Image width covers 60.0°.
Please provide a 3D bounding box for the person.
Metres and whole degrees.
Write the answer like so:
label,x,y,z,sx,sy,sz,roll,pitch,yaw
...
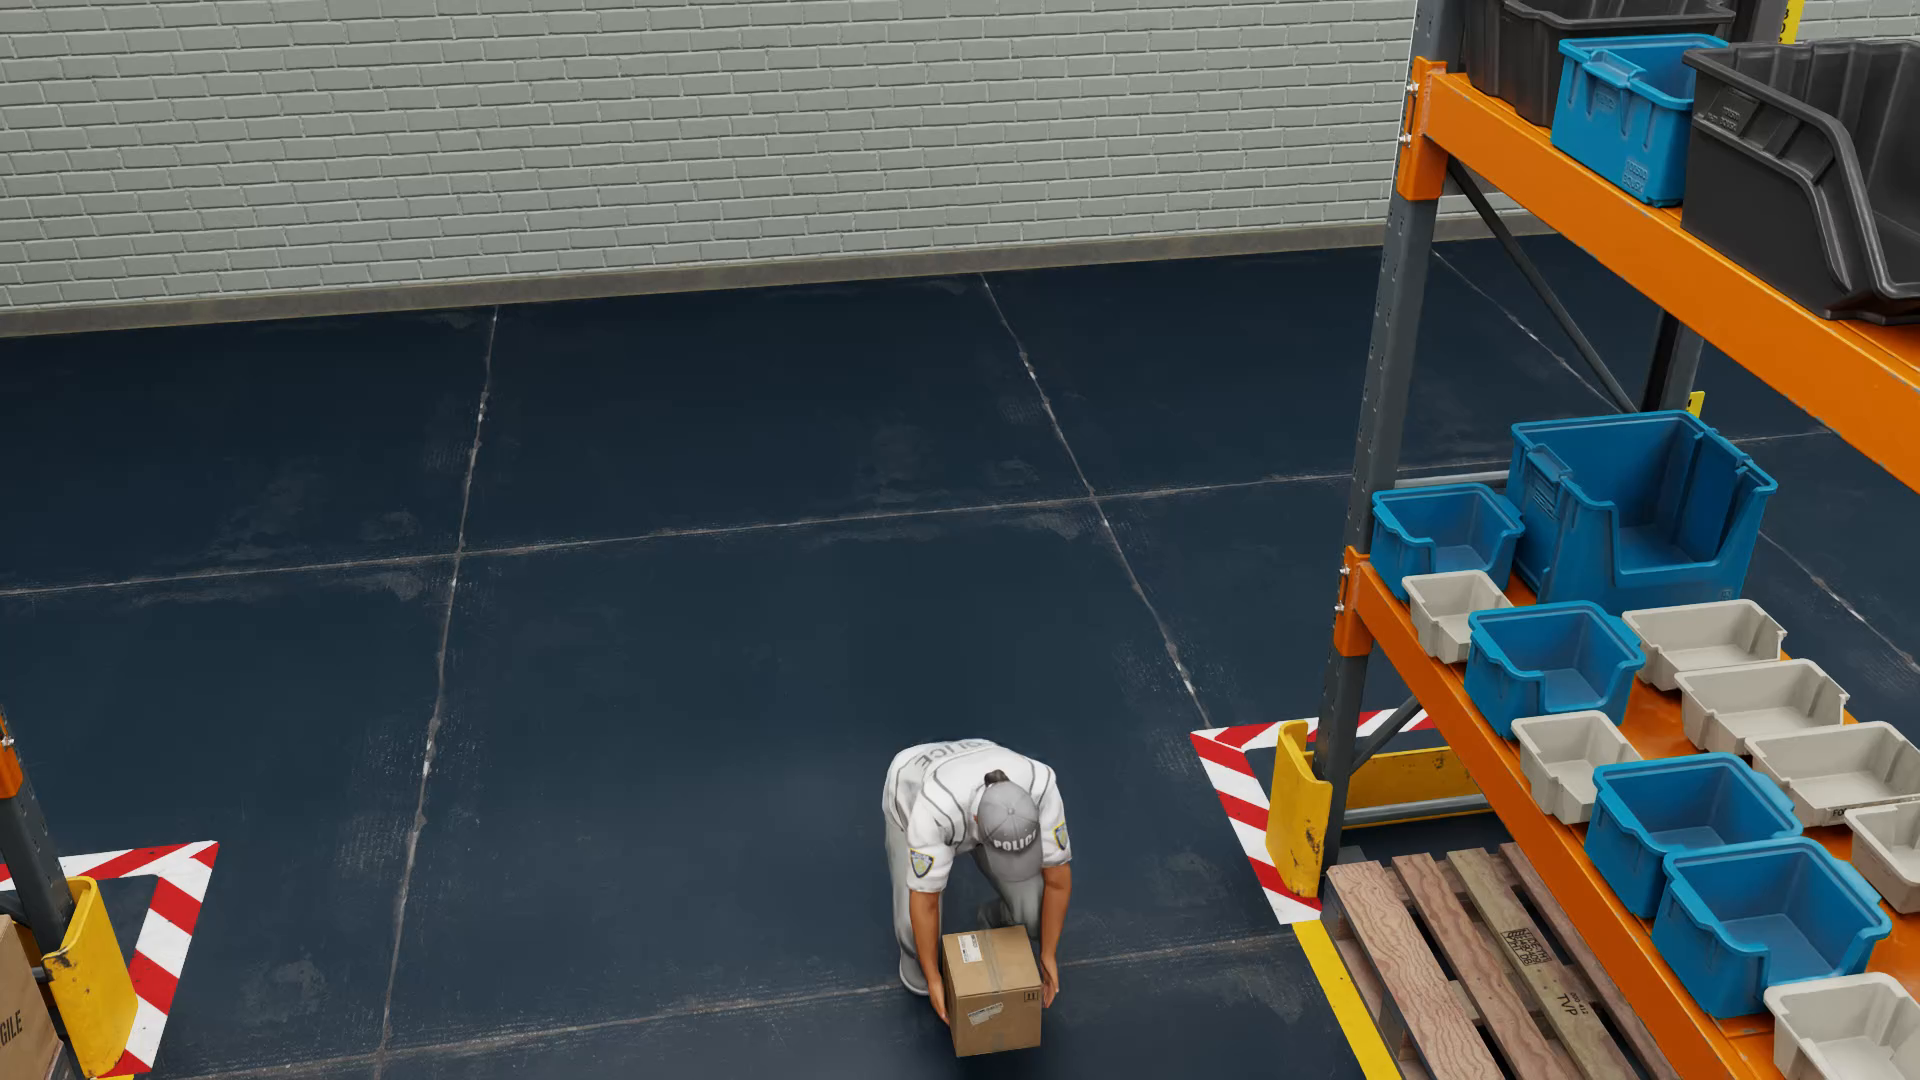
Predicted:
label,x,y,z,sx,sy,sz,roll,pitch,yaw
person,0.042,0.982,5.123,0.530,1.021,0.836,-5,31,-9
